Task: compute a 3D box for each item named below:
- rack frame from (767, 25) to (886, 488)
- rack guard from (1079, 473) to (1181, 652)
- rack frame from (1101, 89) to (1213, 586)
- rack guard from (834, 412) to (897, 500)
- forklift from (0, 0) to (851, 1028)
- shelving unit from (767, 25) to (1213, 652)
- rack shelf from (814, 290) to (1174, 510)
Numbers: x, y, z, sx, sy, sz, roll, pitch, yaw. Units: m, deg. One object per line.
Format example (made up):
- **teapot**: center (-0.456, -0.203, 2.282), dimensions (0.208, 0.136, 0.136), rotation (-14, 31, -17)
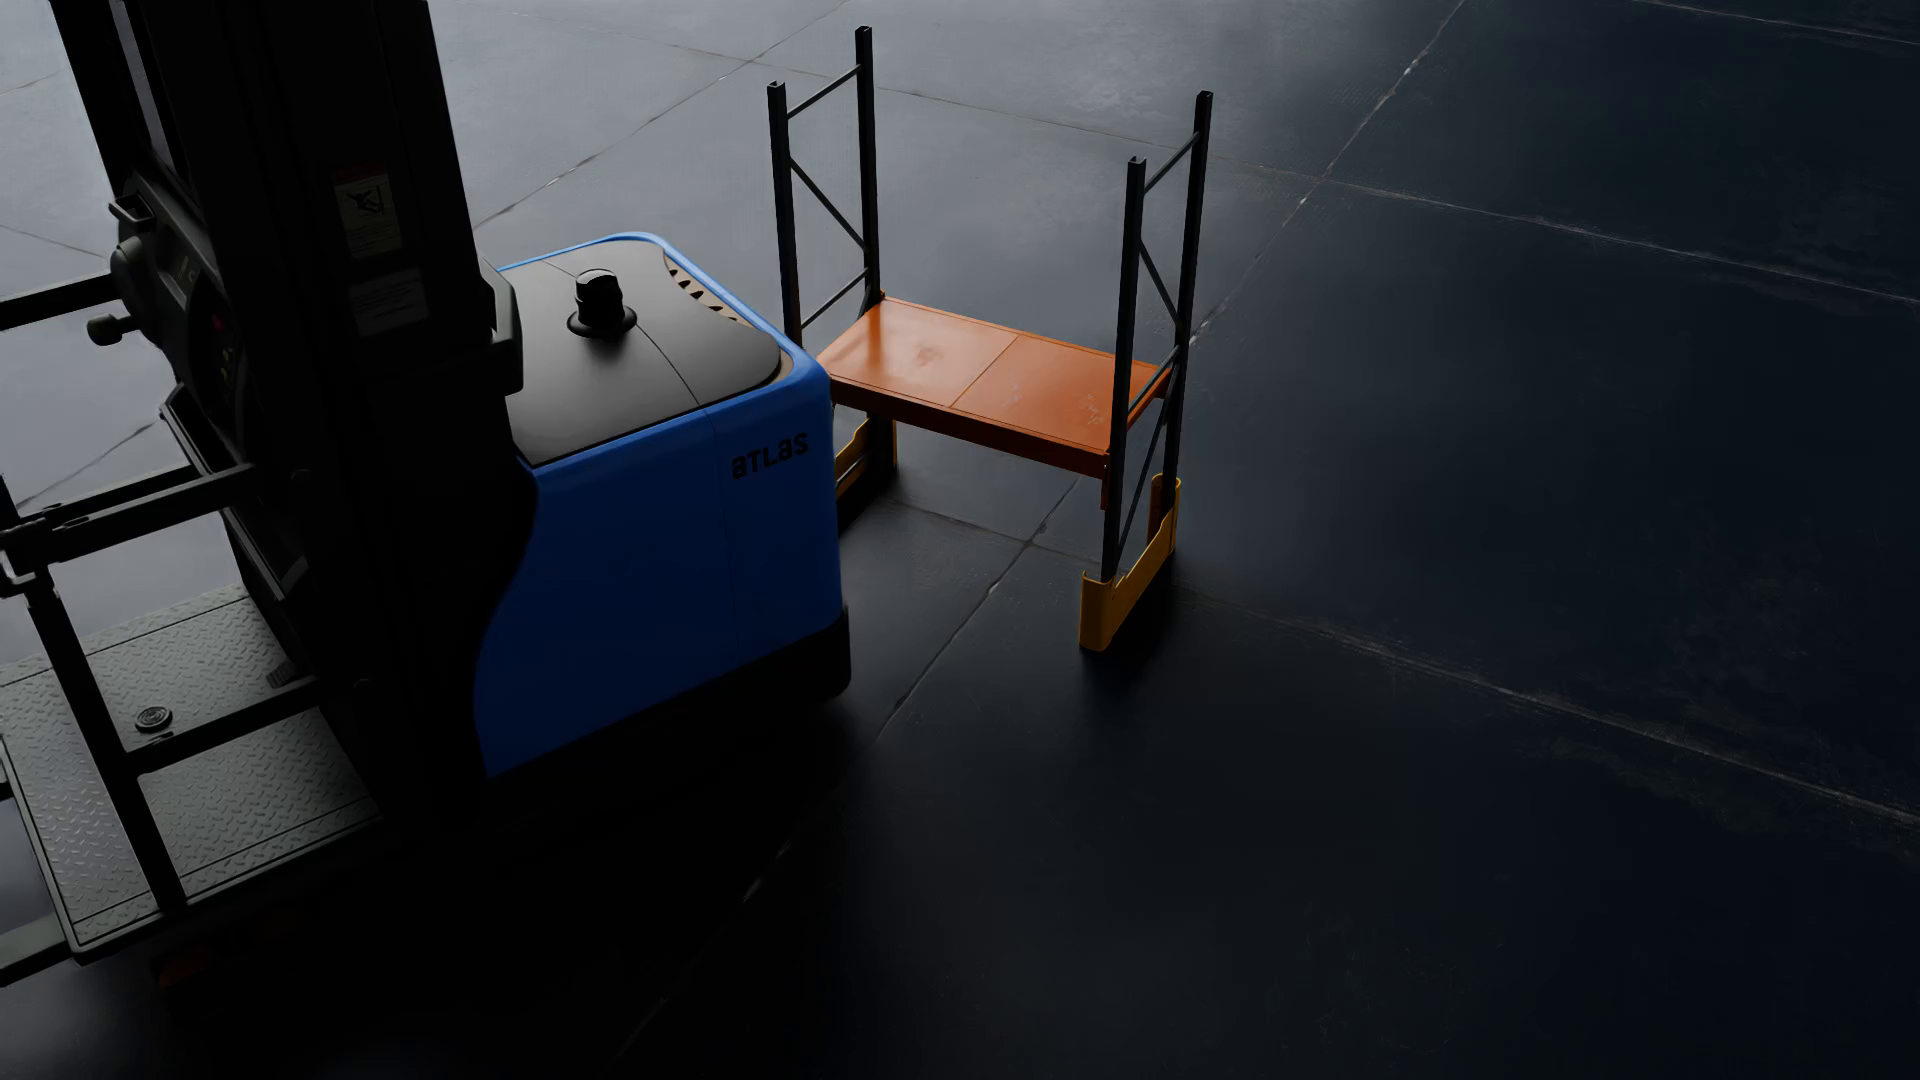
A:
- **rack frame**: center (-0.376, -0.715, 4.951), dimensions (0.032, 1.500, 0.500), rotation (17, 41, 21)
- **rack guard**: center (0.510, 0.060, 4.964), dimensions (0.087, 0.250, 0.587), rotation (17, 41, 21)
- **rack frame**: center (0.527, -0.432, 4.579), dimensions (0.032, 1.500, 0.500), rotation (17, 41, 21)
- **rack guard**: center (-0.375, -0.217, 5.329), dimensions (0.087, 0.250, 0.587), rotation (17, 41, 21)
- **forklift**: center (-1.796, -0.438, 3.402), dimensions (3.031, 2.935, 1.130), rotation (-23, 43, -28)
- **shelving unit**: center (0.068, -0.576, 4.769), dimensions (1.083, 1.500, 0.587), rotation (17, 41, 21)
- **rack shelf**: center (0.076, -0.430, 4.874), dimensions (1.000, 0.185, 0.538), rotation (17, 41, 21)
